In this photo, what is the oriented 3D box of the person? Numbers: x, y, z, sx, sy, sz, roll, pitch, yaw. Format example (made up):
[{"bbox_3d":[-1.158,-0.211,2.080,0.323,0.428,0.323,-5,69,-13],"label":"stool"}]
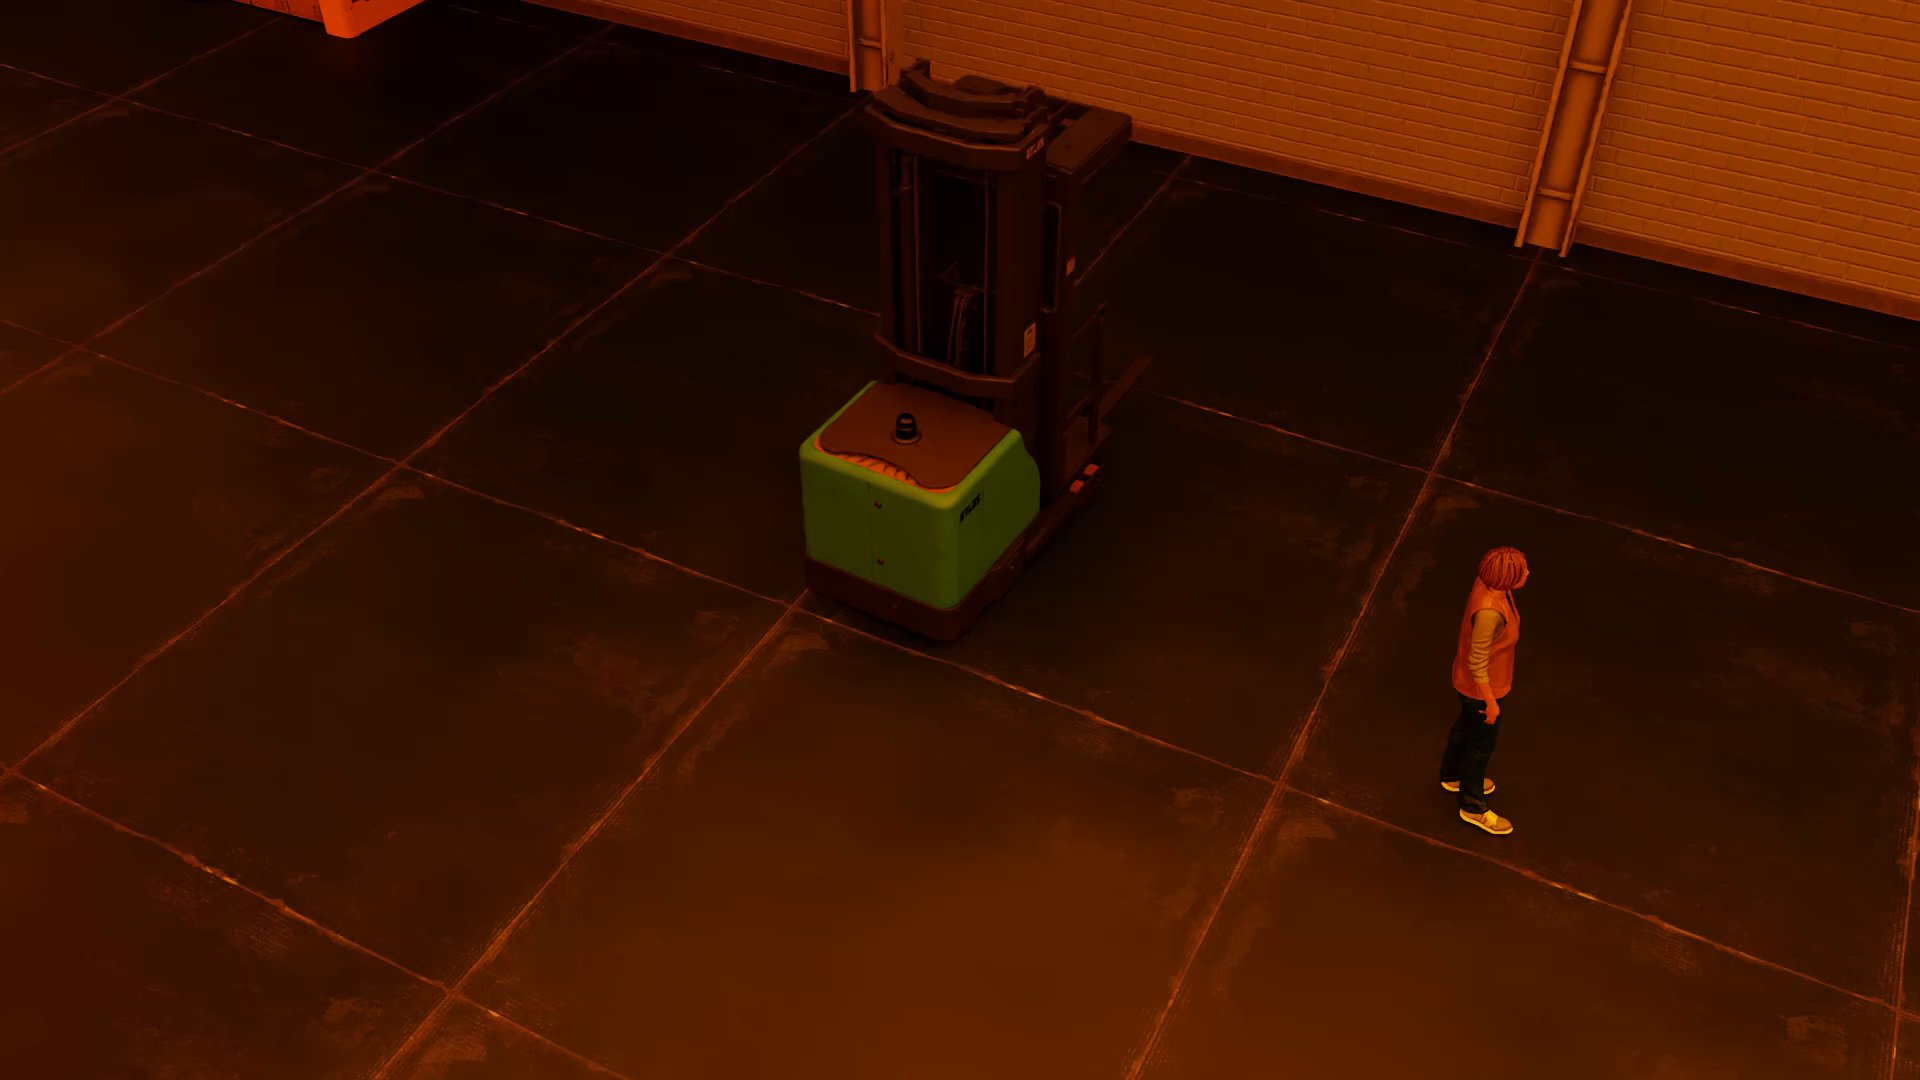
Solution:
[{"bbox_3d":[2.644,0.705,8.174,0.475,1.597,0.520,11,41,12],"label":"person"}]

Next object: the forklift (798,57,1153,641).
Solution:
[{"bbox_3d":[0.268,-1.474,9.736,1.130,2.935,3.031,21,44,23],"label":"forklift"}]
